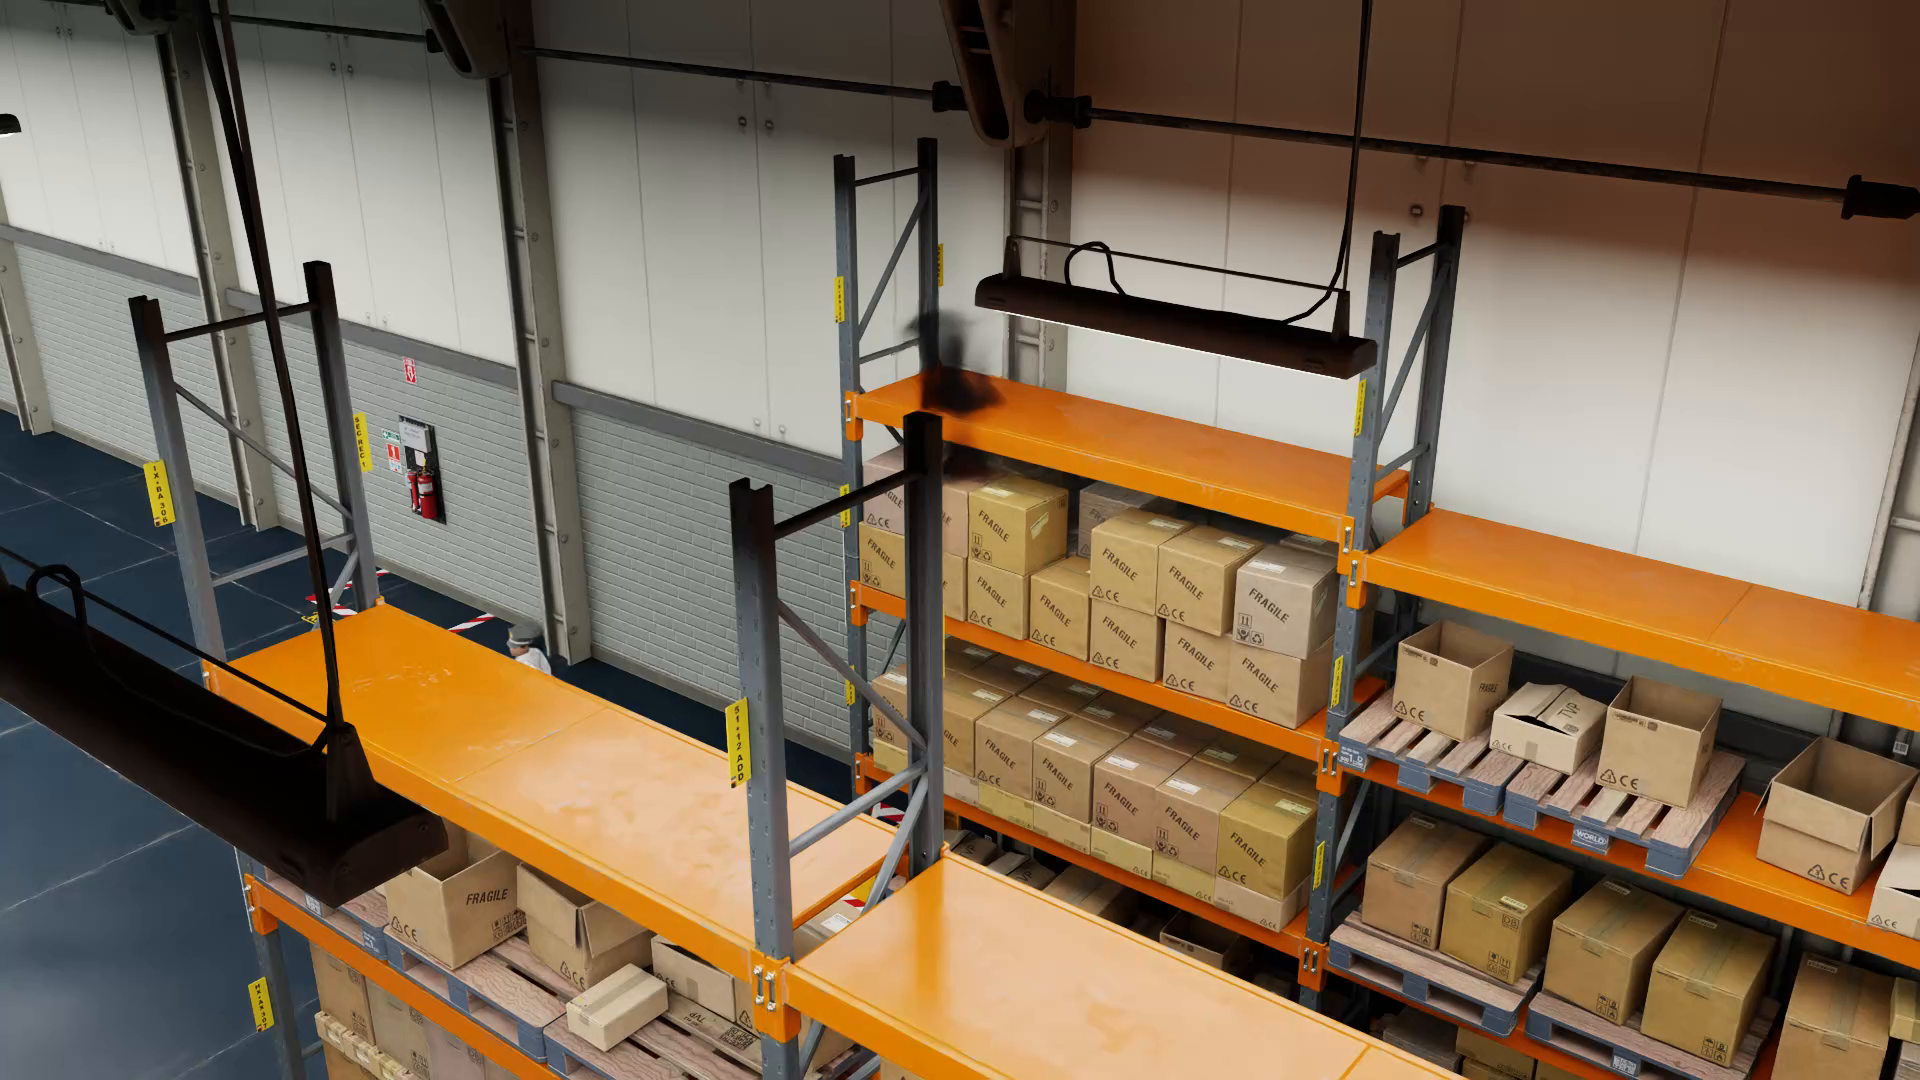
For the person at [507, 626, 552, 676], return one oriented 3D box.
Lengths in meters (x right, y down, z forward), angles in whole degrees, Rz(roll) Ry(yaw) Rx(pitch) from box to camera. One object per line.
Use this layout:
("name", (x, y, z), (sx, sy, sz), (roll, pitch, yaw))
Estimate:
("person", (-3.851, 1.516, 14.875), (0.606, 1.647, 0.600), (-4, 23, -9))
